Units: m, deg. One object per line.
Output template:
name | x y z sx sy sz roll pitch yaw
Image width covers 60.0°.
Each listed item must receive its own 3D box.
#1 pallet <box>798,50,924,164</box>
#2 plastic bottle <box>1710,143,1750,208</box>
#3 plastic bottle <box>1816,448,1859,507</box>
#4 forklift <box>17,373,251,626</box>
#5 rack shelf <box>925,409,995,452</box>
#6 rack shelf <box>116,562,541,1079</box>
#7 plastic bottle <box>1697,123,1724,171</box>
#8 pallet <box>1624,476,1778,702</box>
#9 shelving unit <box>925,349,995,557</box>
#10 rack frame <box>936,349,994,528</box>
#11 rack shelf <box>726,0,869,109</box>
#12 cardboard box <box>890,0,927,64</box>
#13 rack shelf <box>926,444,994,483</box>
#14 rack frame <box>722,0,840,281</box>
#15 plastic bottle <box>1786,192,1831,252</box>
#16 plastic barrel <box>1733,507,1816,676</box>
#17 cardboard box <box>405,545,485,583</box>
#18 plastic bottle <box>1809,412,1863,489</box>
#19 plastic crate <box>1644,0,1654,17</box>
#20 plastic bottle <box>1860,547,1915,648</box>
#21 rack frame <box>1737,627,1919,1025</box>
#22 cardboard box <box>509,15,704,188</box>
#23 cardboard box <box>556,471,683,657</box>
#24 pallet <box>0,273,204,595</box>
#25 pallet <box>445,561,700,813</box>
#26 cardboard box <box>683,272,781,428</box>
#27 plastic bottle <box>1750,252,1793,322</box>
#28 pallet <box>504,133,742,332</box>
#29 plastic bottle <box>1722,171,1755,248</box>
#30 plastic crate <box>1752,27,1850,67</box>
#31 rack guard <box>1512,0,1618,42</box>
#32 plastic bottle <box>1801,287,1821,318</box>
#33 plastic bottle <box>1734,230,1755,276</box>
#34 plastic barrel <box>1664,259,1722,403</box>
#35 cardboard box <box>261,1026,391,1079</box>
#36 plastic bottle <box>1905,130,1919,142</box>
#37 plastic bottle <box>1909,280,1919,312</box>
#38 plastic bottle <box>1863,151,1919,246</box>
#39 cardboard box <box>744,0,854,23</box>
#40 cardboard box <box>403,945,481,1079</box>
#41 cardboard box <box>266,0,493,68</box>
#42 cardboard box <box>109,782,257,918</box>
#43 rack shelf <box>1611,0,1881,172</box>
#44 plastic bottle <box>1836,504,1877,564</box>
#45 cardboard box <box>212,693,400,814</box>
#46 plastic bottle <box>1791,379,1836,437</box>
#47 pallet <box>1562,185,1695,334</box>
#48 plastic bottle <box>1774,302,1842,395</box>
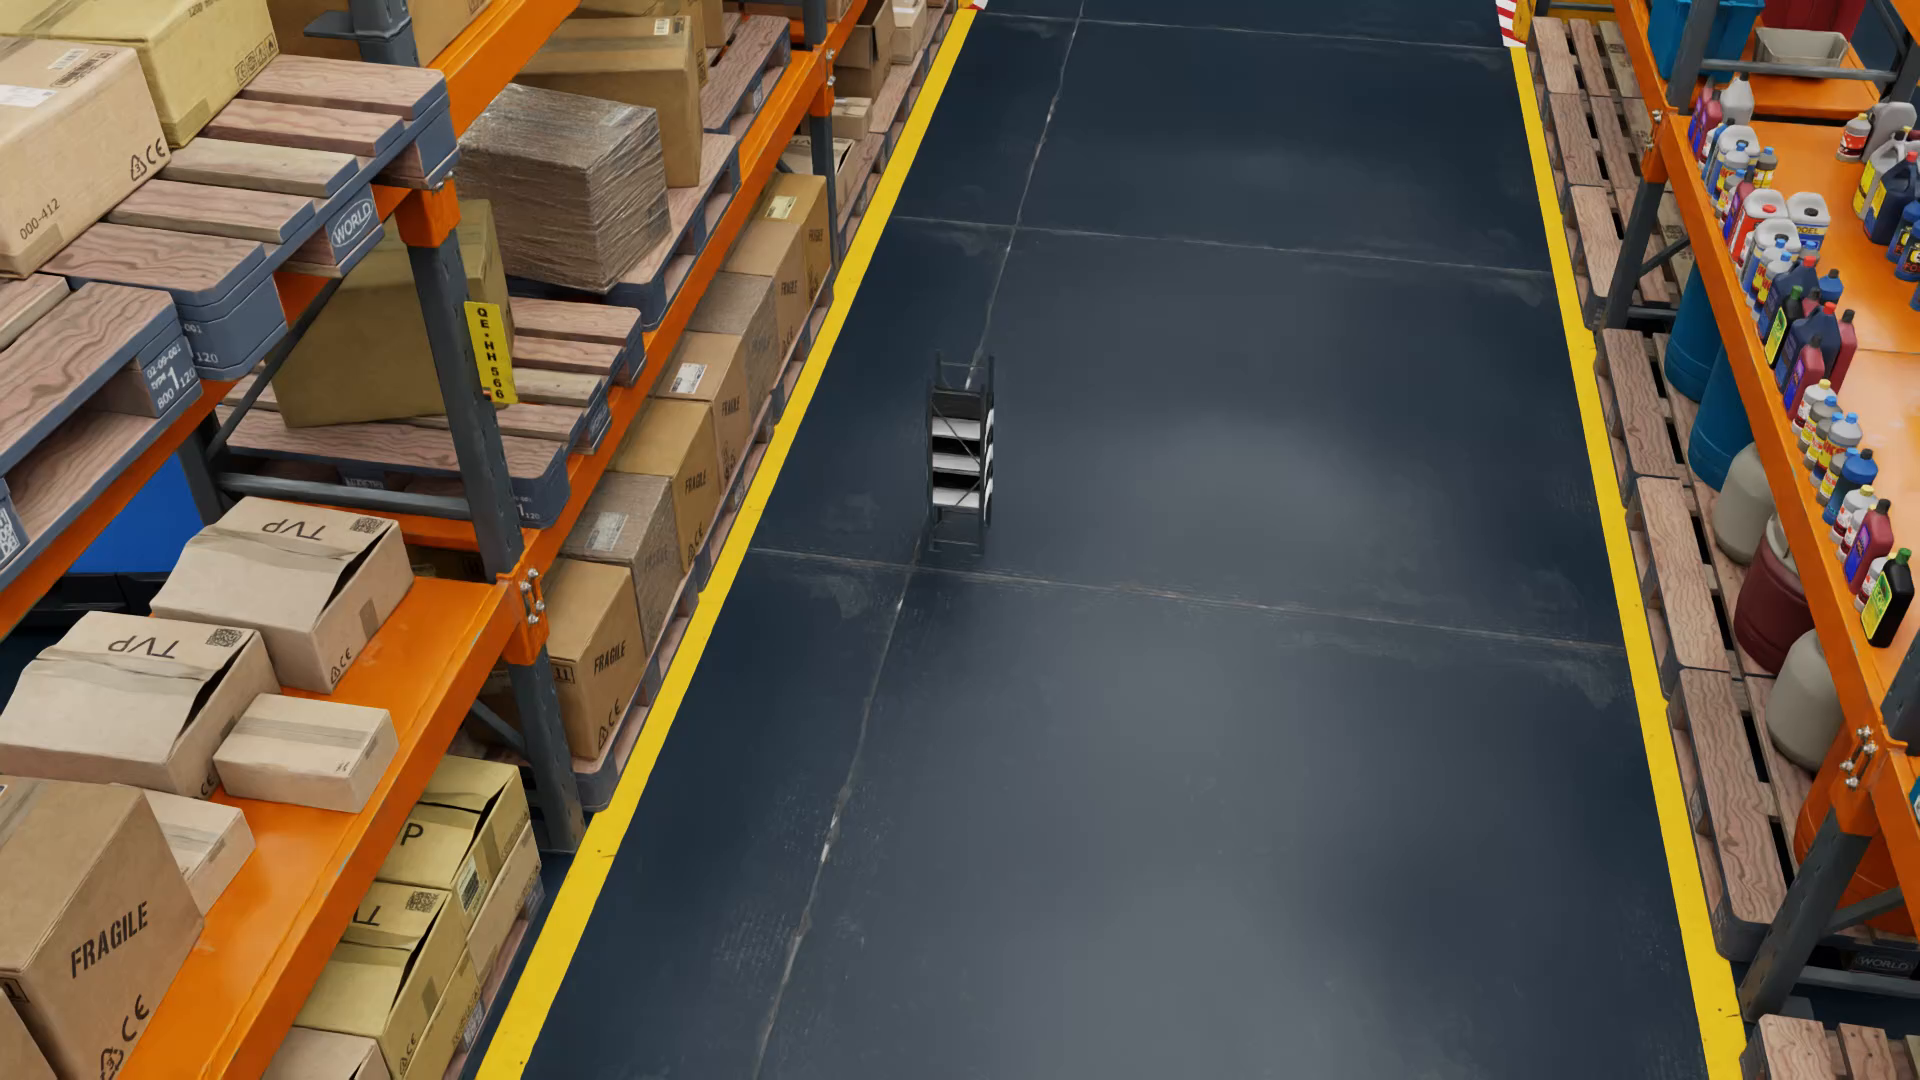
pallet | -0.825 -2.763 10.427 1.003 0.211 1.213 6 40 8
plastic bottle | 3.158 -1.493 6.803 0.097 0.271 0.097 0 40 0
plastic bottle | 2.810 -0.203 5.298 0.097 0.201 0.097 0 40 0
forklift | -4.005 -1.078 6.254 3.031 2.935 1.130 -1 40 -1
rack shelf | 0.001 -0.465 6.876 0.258 0.077 0.200 6 40 8
rack shelf | -2.192 1.403 3.763 1.077 0.370 4.000 6 40 8
plastic bottle | 3.215 -1.673 7.075 0.097 0.201 0.097 0 40 0
pallet | 3.341 0.231 6.804 1.003 0.211 1.213 6 40 8
shelving unit | 0.001 -0.352 6.969 0.258 0.900 0.210 6 40 8
rack frame | 0.019 -0.416 7.047 0.240 0.900 0.006 6 40 8
rack shelf | -0.808 -3.617 9.836 1.077 0.370 4.000 6 40 8
cardboard box | -0.507 -3.298 10.698 0.500 0.250 0.500 6 40 8
rack shelf | 0.001 -0.326 6.991 0.258 0.077 0.200 6 40 8
rack frame | -1.154 -2.639 8.088 1.000 3.000 0.127 6 40 8
plastic bottle | 3.258 -1.197 6.441 0.152 0.276 0.135 6 40 8
plastic barrel | 3.295 0.169 6.254 0.600 0.588 0.708 6 40 8
cardboard box | -1.915 0.052 6.450 0.500 0.500 0.500 8 40 9
plastic bottle | 2.827 -0.291 5.349 0.097 0.271 0.097 0 40 0
plastic crate | 3.653 -2.740 8.379 0.437 0.125 0.590 6 40 8
plastic bottle | 2.682 0.164 4.790 0.061 0.283 0.133 6 40 8
rack frame | 3.032 0.420 4.389 1.000 3.000 0.127 6 40 8
cardboard box | -1.399 -1.724 6.573 0.700 0.500 0.500 -3 40 -4
cardboard box | -1.401 0.081 6.414 0.500 0.500 0.500 5 40 6
pallet | -2.066 -0.074 2.780 1.003 0.211 1.213 8 40 10
pallet | -1.680 0.481 6.502 1.003 0.211 1.213 6 40 8
cardboard box | -1.138 -0.880 7.577 0.500 0.500 0.500 7 40 8
plastic bottle | 3.005 -0.935 6.128 0.097 0.271 0.097 0 40 0
pallet | -1.514 -1.276 6.590 1.003 0.211 1.213 6 40 8
plastic bottle | 3.087 -1.305 6.566 0.061 0.283 0.133 6 40 8
plastic crate | 3.945 -2.289 7.824 0.396 0.136 0.243 6 40 8
rack guard | 4.408 -3.654 11.278 1.175 0.500 0.348 6 40 8
plastic bottle | 2.995 -0.747 5.891 0.061 0.283 0.133 6 40 8
plastic bottle | 3.062 -1.115 6.400 0.097 0.201 0.097 0 40 0
plastic barrel | 3.613 -1.104 7.549 0.600 0.901 0.708 6 40 8
cardboard box | -1.868 1.552 4.407 0.500 0.311 0.500 6 40 7
plastic bottle | 3.979 -1.613 6.938 0.061 0.283 0.133 6 40 8
plastic bottle | 3.634 -0.985 6.188 0.097 0.271 0.097 0 40 0
plastic bottle | 3.713 -1.359 6.578 0.144 0.351 0.185 6 40 8
cardboard box | -0.797 -2.968 8.407 0.500 0.500 0.500 7 40 9
cardboard box | -1.783 1.450 4.971 0.500 0.250 0.500 6 40 7
cardboard box | -1.804 -1.601 4.400 0.910 0.500 0.500 6 40 8
cardboard box | -2.011 0.774 4.156 0.380 0.149 0.250 9 40 11
rack shelf | 4.070 -3.069 9.172 1.077 0.370 4.000 6 40 8
plastic bottle | 2.760 -0.020 5.076 0.097 0.201 0.097 0 40 0
cardboard box | -1.730 0.563 4.412 0.380 0.149 0.250 6 40 8
plastic bottle | 2.878 -0.448 5.593 0.097 0.201 0.097 0 40 0
pallet | 3.813 -1.482 8.877 1.003 0.211 1.213 6 40 8
plastic bottle | 2.948 -0.675 5.751 0.144 0.351 0.185 6 40 8
